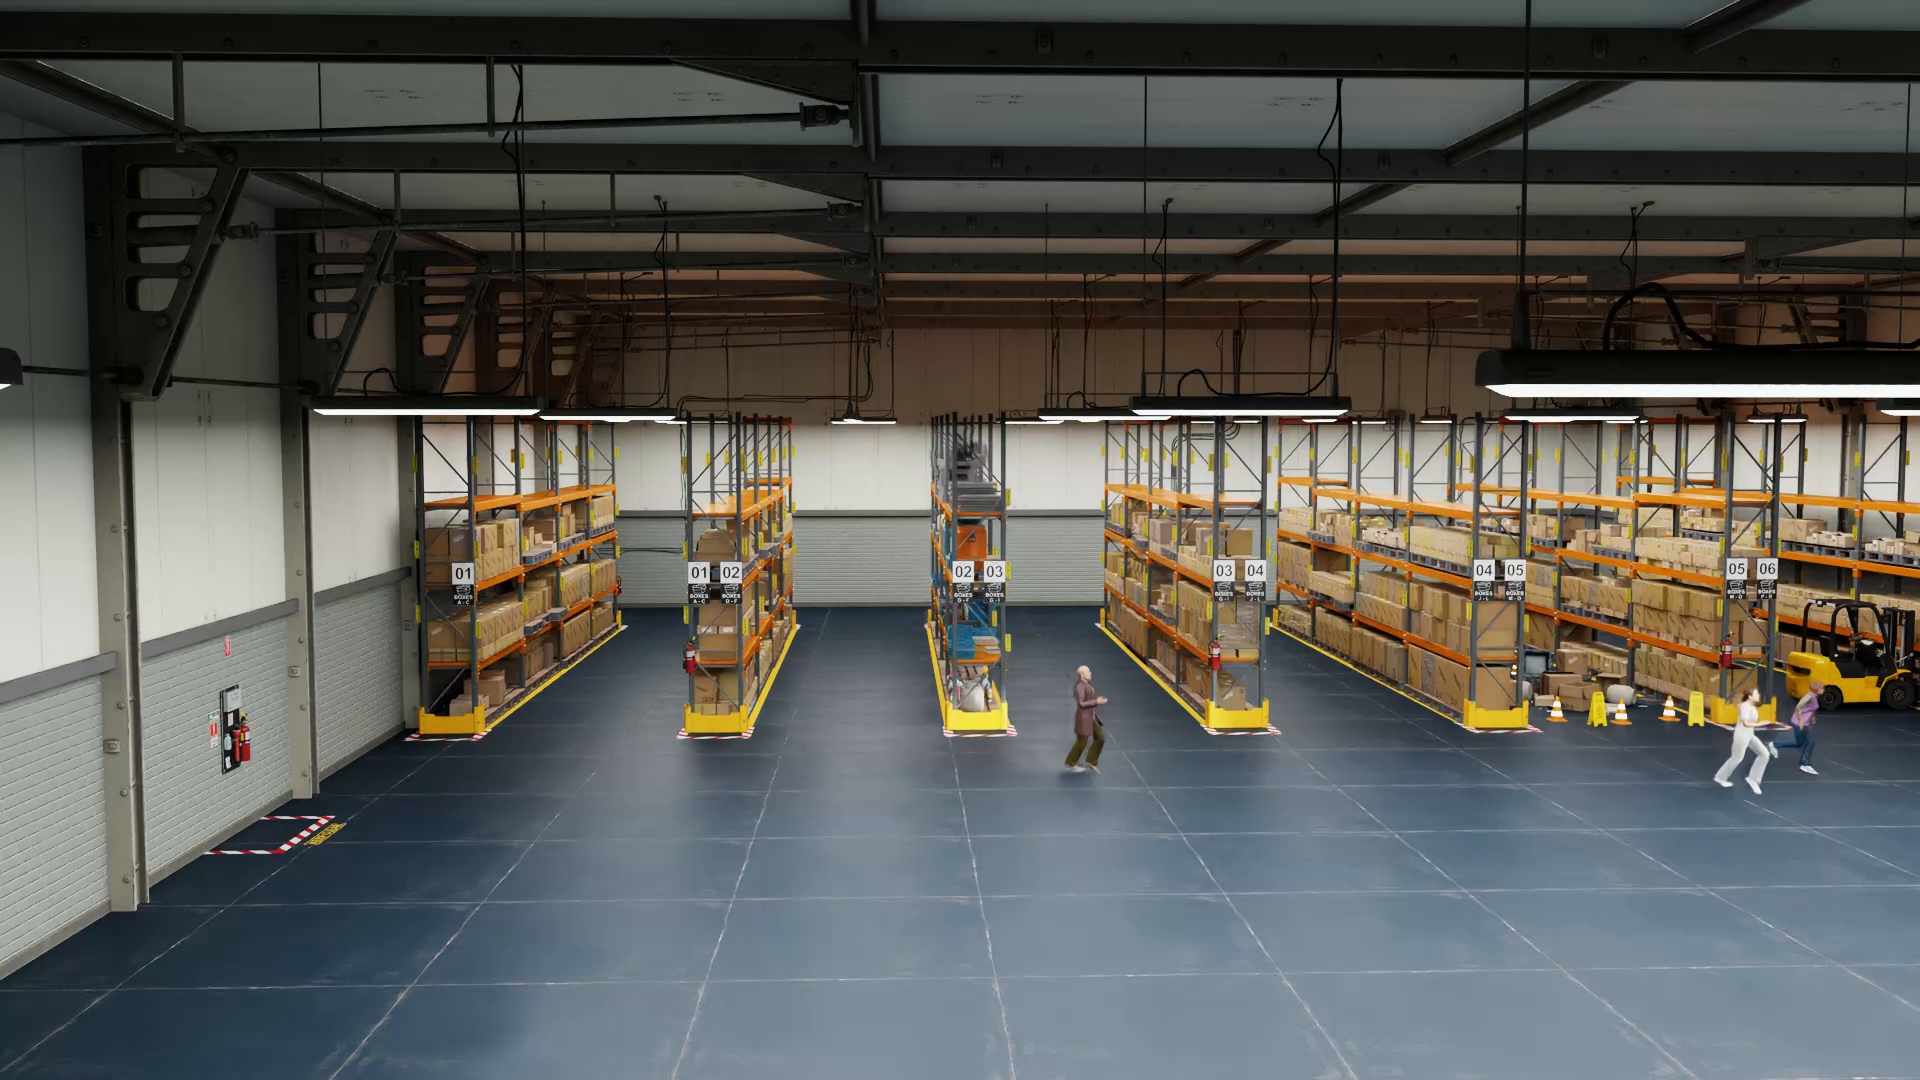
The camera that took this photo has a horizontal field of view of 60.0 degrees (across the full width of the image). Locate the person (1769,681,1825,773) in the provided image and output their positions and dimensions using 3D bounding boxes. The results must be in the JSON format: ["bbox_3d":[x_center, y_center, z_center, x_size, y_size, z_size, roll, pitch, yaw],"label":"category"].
[{"bbox_3d":[13.970,3.088,27.769,0.813,1.544,0.542,3,5,37],"label":"person"}]

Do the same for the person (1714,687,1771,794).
[{"bbox_3d":[12.268,3.118,26.063,0.820,1.684,0.587,3,5,41],"label":"person"}]

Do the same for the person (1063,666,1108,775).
[{"bbox_3d":[2.081,2.978,27.336,0.776,1.826,0.685,2,4,22],"label":"person"}]
